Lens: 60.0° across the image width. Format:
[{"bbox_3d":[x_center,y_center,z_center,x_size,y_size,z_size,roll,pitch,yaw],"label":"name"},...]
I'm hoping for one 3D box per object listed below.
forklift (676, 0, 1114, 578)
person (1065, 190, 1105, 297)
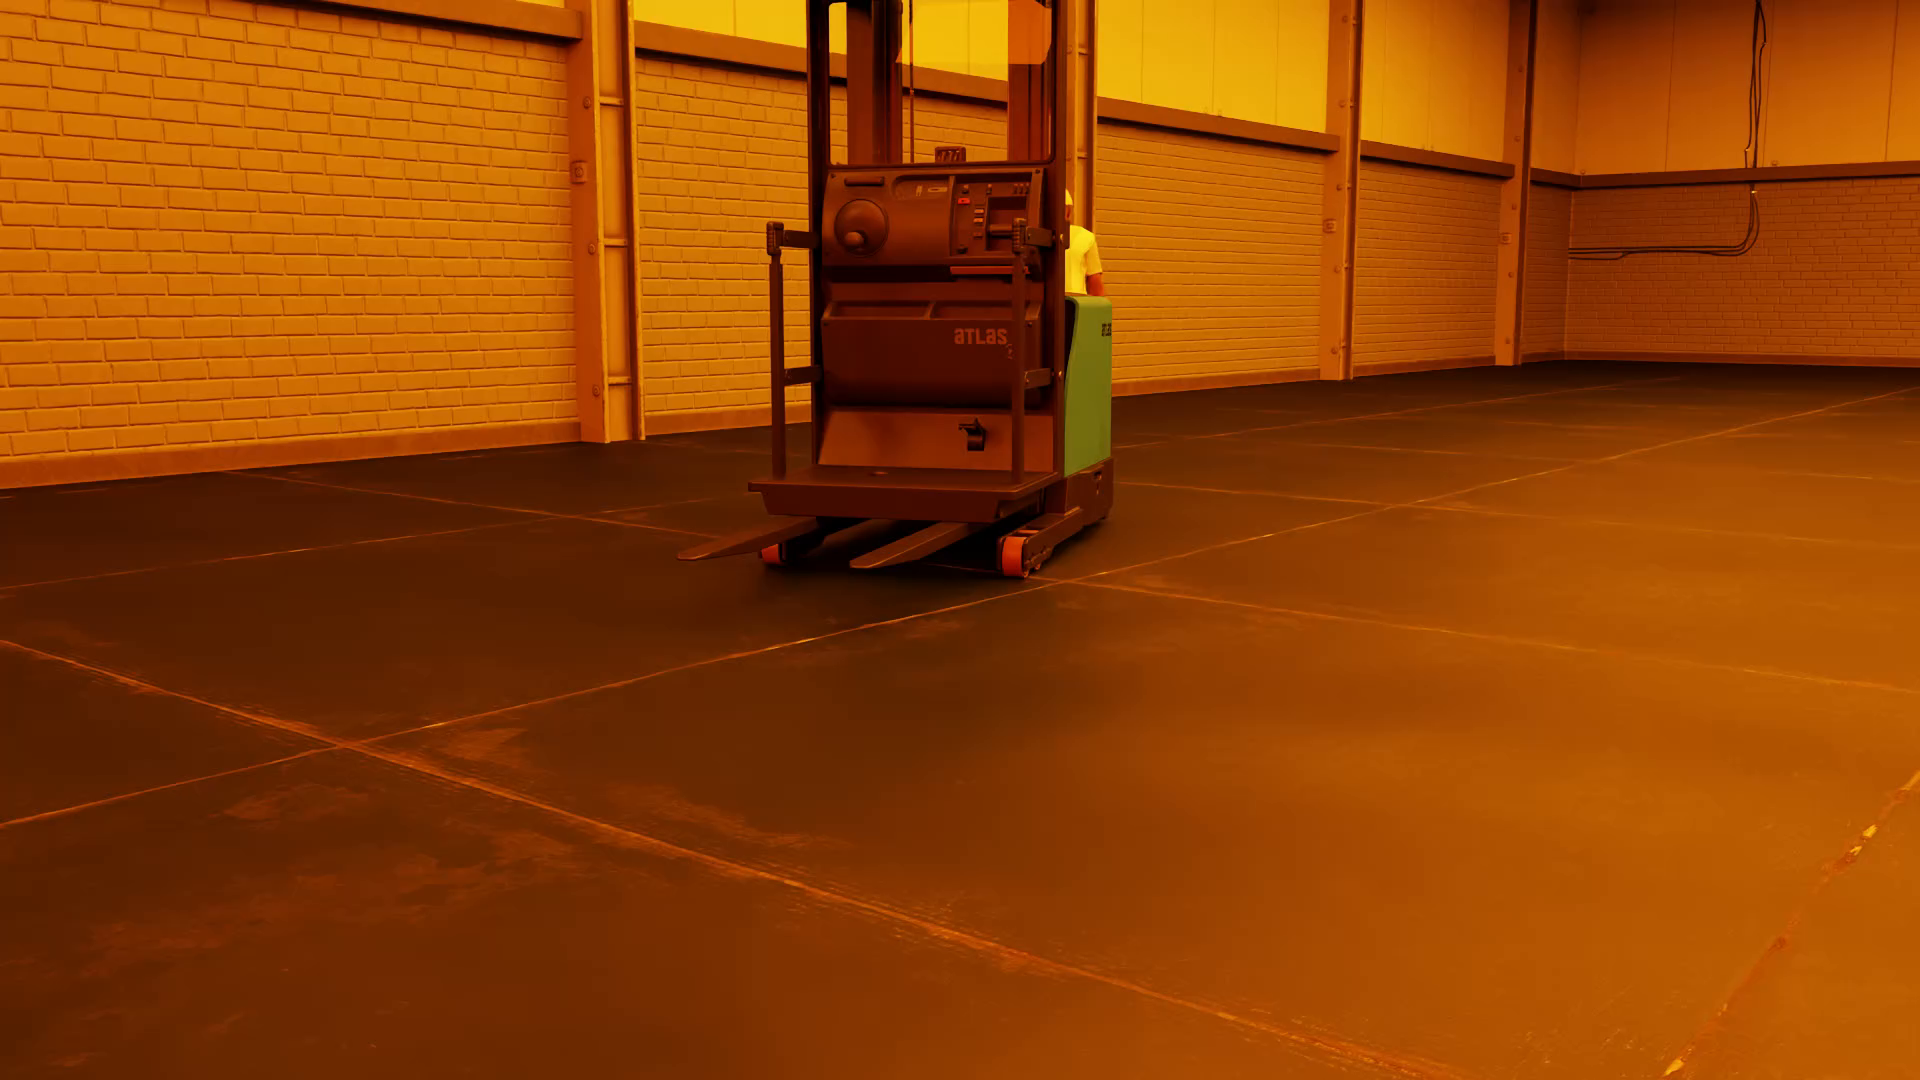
[{"bbox_3d":[-0.176,-1.366,6.616,1.130,2.935,3.031,3,9,17],"label":"forklift"},{"bbox_3d":[0.616,-1.359,10.571,0.632,1.776,0.445,1,8,10],"label":"person"}]
